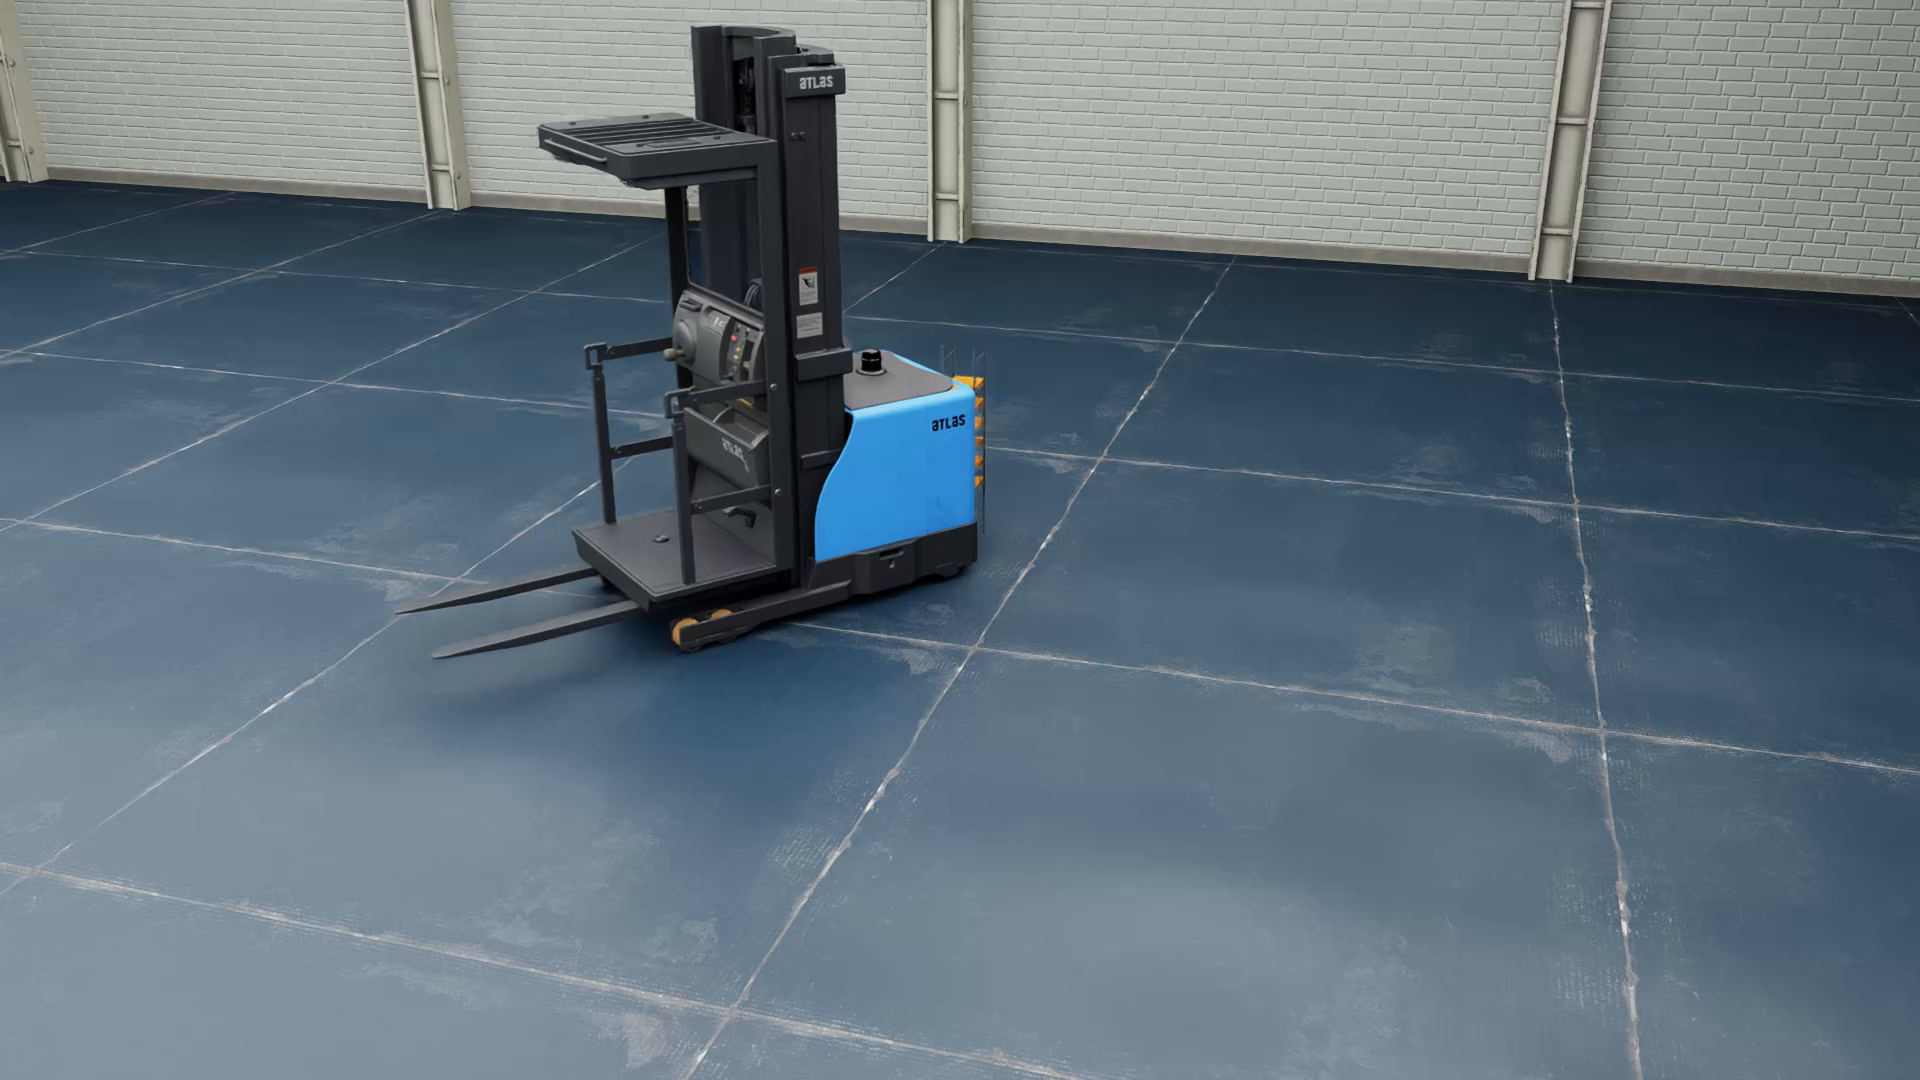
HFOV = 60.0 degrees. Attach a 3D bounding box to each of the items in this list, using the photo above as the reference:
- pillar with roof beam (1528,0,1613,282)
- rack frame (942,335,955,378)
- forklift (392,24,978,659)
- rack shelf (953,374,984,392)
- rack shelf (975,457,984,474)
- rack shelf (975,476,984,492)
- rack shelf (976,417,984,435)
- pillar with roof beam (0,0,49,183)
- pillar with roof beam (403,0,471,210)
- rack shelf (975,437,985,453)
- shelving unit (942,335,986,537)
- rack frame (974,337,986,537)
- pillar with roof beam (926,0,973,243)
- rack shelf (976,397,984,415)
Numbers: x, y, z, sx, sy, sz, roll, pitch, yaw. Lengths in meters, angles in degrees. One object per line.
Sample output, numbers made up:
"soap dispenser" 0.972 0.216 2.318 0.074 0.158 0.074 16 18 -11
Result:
"pillar with roof beam" 4.394 -5.109 10.369 0.400 9.000 9.100 7 23 16
"rack frame" -0.063 -0.566 9.569 0.006 1.200 0.240 6 23 15
"forklift" -1.409 -1.020 8.395 3.031 2.935 1.130 -14 26 -31
"rack shelf" 0.024 -0.849 9.425 0.180 0.103 0.258 6 23 15
"rack shelf" 0.025 -0.405 9.608 0.180 0.103 0.258 6 23 15
"rack shelf" 0.025 -0.294 9.654 0.180 0.103 0.258 6 23 15
"rack shelf" 0.024 -0.627 9.517 0.180 0.103 0.258 6 23 15
"pillar with roof beam" -12.839 -7.083 15.179 0.400 9.000 9.100 7 23 16
"pillar with roof beam" -7.095 -6.425 13.576 0.400 9.000 9.100 7 23 16
"rack shelf" 0.025 -0.516 9.563 0.180 0.103 0.258 6 23 15
"shelving unit" 0.025 -0.557 9.546 0.189 1.200 0.258 6 23 15
"rack frame" 0.112 -0.547 9.522 0.006 1.200 0.240 6 23 15
"pillar with roof beam" -1.350 -5.767 11.972 0.400 9.000 9.100 7 23 16
"rack shelf" 0.024 -0.738 9.471 0.180 0.103 0.258 6 23 15
